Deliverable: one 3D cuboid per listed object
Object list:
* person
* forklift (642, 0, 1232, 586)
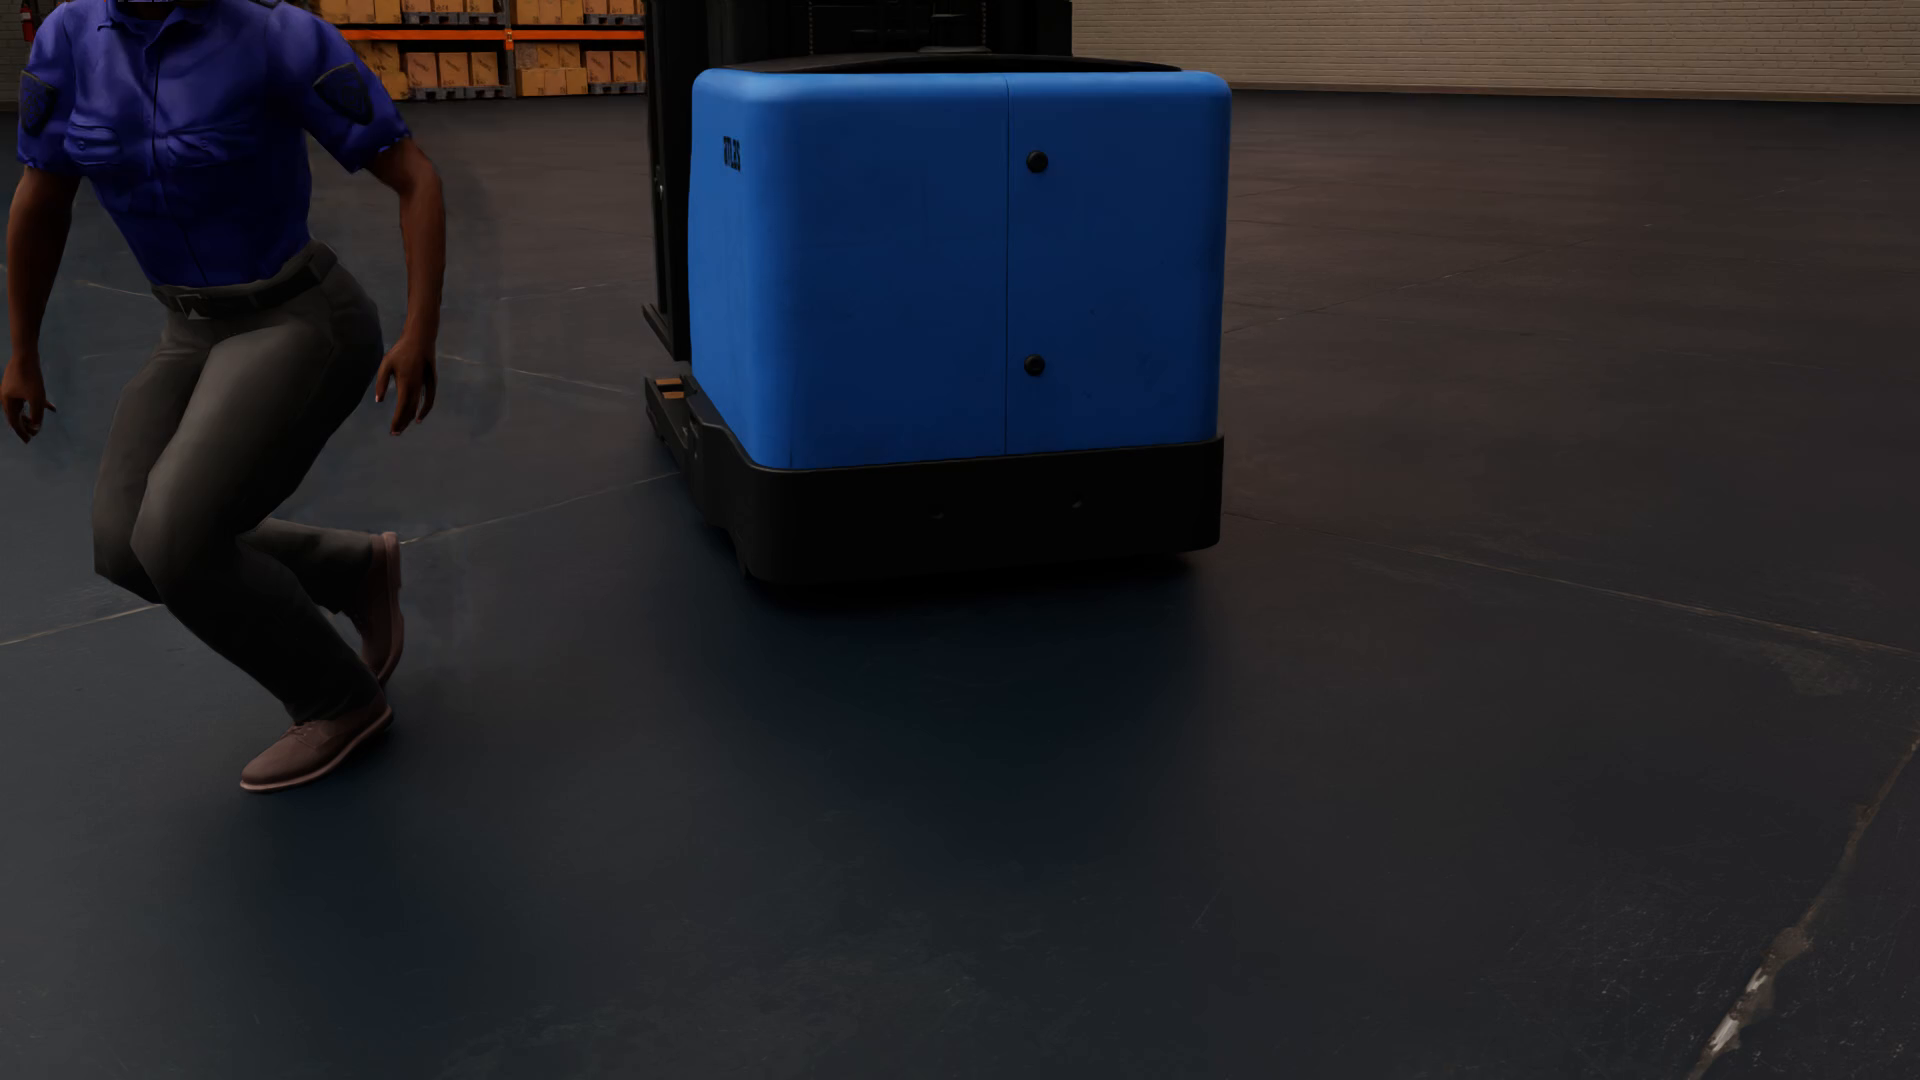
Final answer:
[{"bbox_3d":[-1.116,-0.346,2.642,0.746,1.452,0.620,7,18,23],"label":"person"},{"bbox_3d":[-0.322,-1.698,4.488,1.130,2.935,3.031,-5,18,-15],"label":"forklift"}]
